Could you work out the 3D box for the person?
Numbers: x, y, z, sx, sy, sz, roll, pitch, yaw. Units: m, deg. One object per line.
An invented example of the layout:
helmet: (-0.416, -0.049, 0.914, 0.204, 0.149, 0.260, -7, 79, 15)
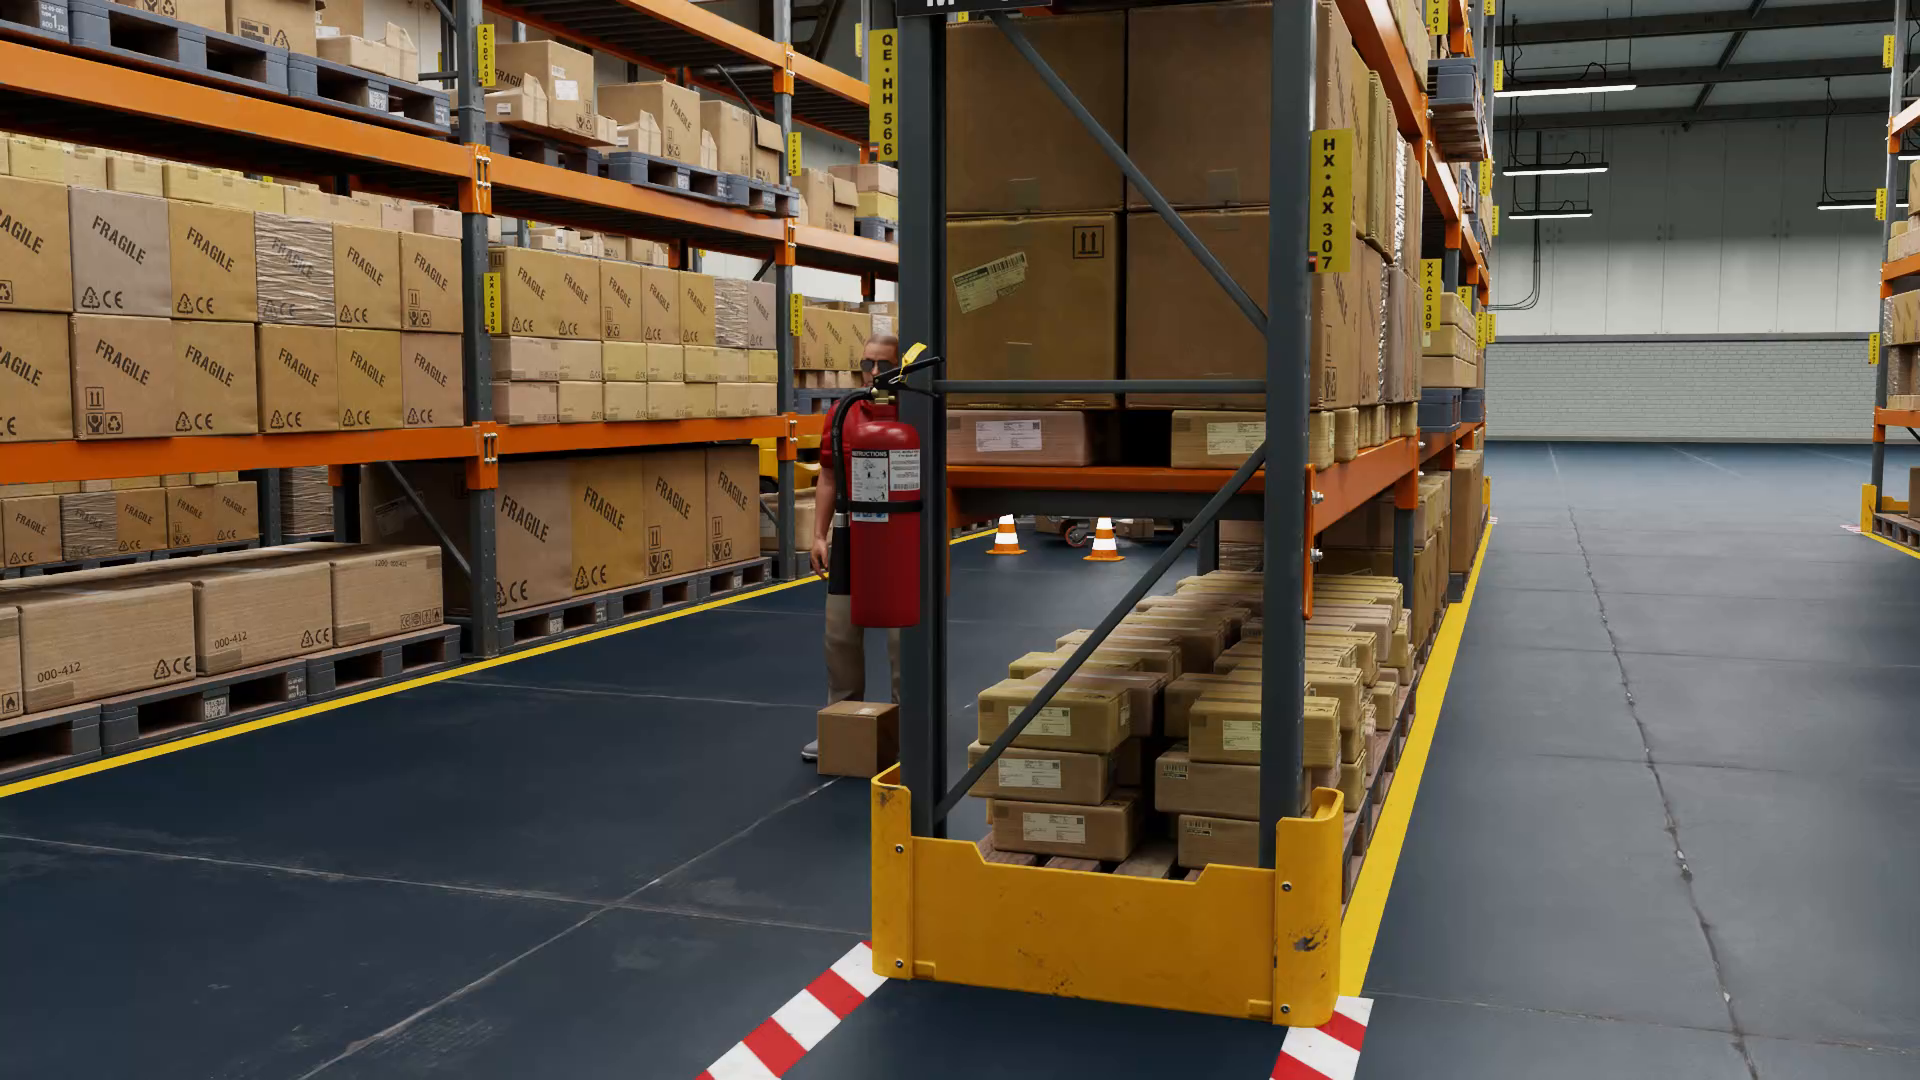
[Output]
person: (-0.322, 0.029, 6.752, 0.604, 1.726, 0.394, 1, 5, 14)
